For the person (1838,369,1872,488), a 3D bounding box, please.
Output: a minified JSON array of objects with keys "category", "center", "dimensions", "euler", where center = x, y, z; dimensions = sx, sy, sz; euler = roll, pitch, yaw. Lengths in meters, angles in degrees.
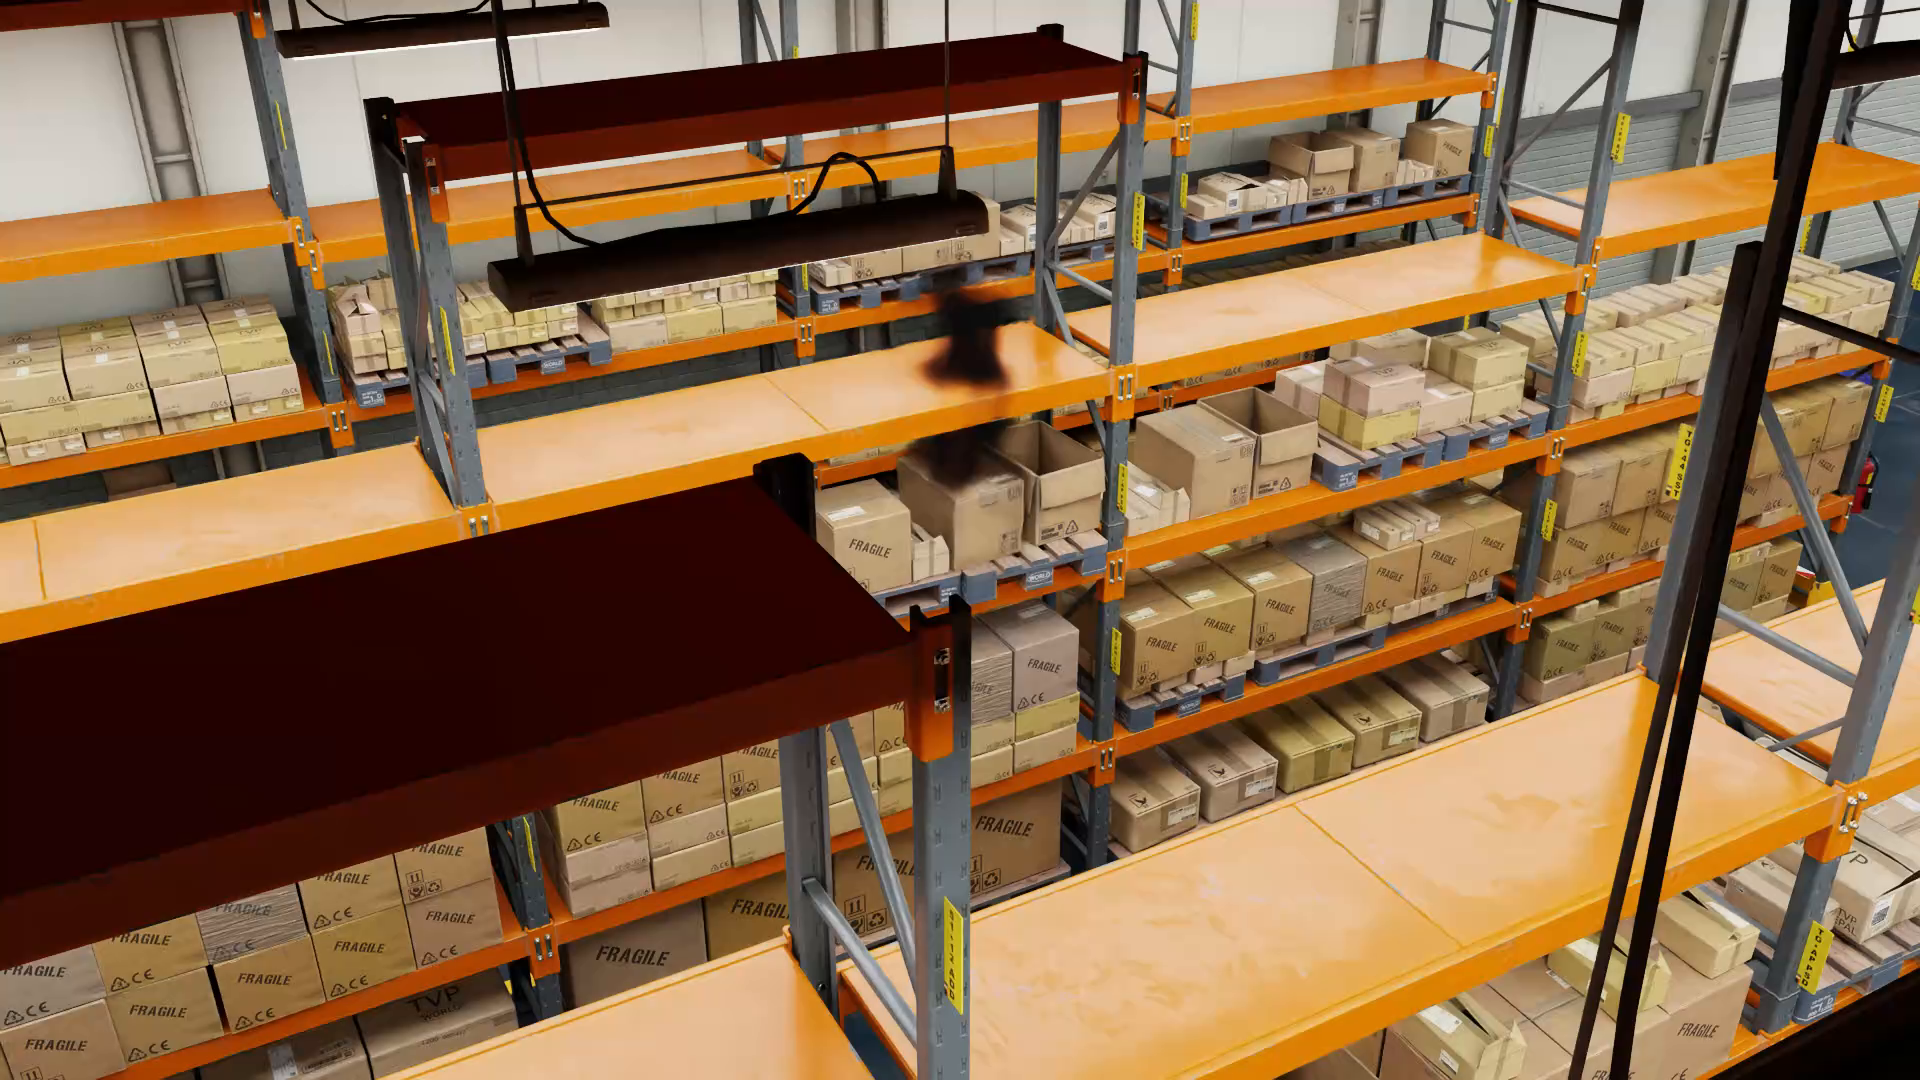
[{"category":"person","center":[9.346,-1.217,17.593],"dimensions":[0.811,1.533,0.496],"euler":[-20,34,-33]}]
